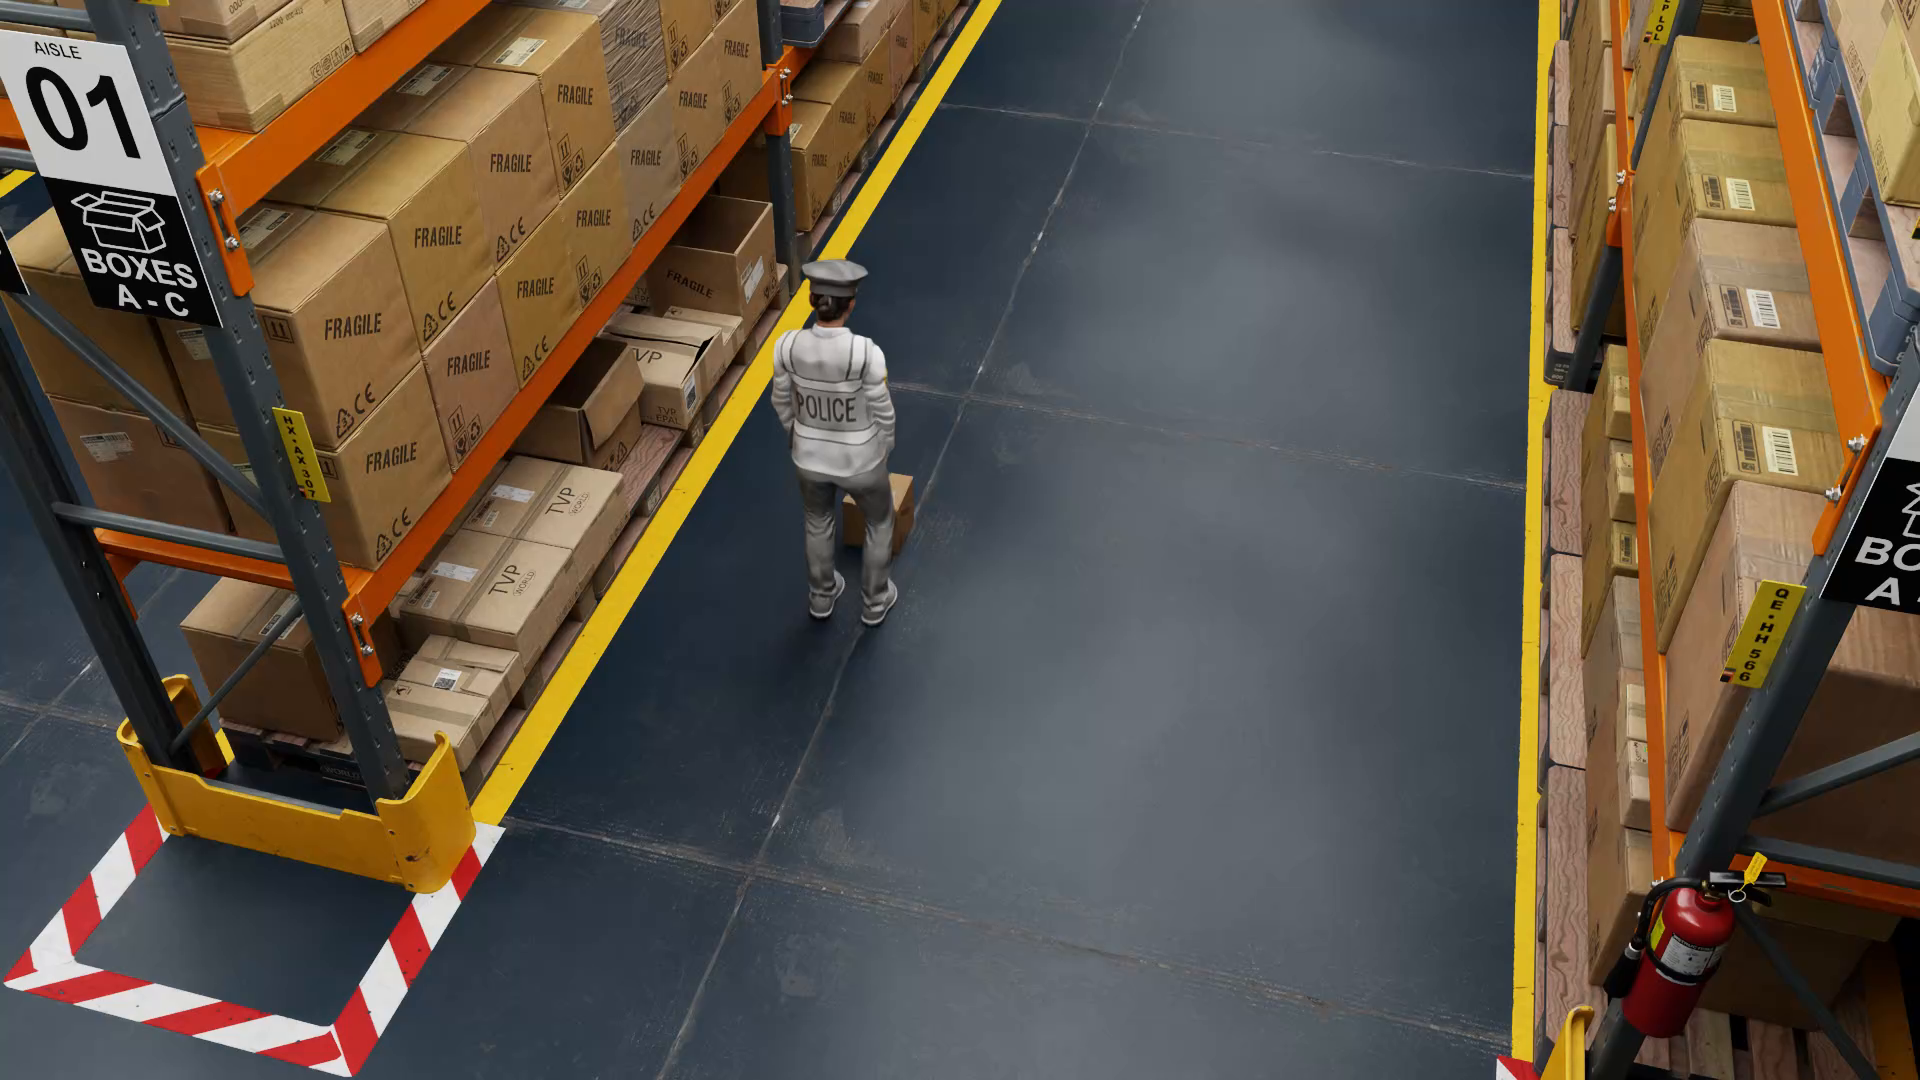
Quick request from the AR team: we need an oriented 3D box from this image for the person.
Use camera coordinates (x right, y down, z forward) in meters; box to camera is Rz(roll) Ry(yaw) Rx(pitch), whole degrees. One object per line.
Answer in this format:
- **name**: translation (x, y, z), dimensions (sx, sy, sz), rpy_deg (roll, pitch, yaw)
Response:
- **person**: translation (-0.487, -0.355, 6.594), dimensions (0.496, 1.635, 0.428), rpy_deg (10, 42, 11)
